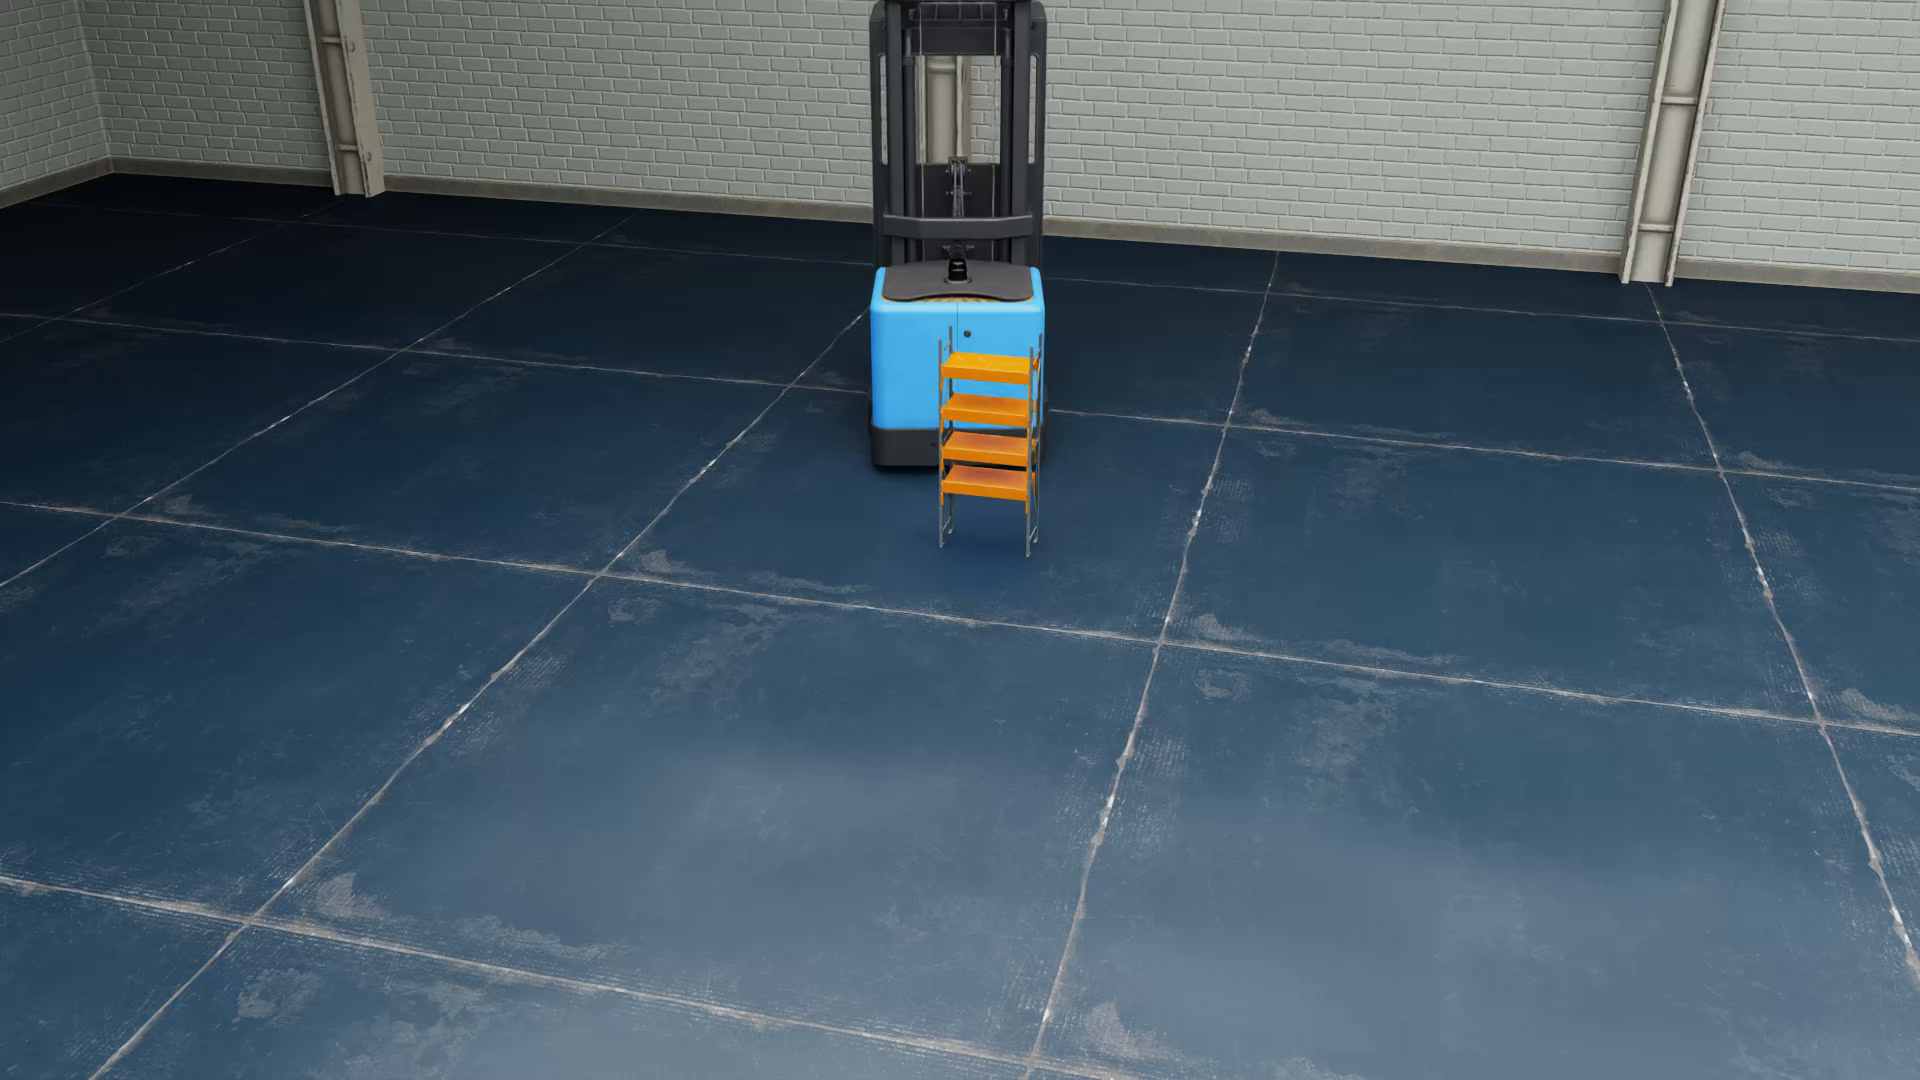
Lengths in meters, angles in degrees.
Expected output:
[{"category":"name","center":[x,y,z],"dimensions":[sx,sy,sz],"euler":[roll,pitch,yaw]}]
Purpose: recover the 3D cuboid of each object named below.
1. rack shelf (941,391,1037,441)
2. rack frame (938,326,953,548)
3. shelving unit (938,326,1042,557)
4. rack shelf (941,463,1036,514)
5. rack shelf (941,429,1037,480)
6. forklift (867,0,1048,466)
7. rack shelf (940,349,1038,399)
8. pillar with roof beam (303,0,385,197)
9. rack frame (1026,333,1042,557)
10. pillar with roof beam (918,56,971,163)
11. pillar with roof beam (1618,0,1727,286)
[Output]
[{"category":"rack shelf","center":[0.160,-0.665,8.888],"dimensions":[0.480,0.148,0.258],"euler":[6,26,13]},{"category":"rack frame","center":[-0.076,-0.550,9.010],"dimensions":[0.015,1.200,0.240],"euler":[6,26,13]},{"category":"shelving unit","center":[0.160,-0.524,8.955],"dimensions":[0.503,1.200,0.258],"euler":[6,26,13]},{"category":"rack shelf","center":[0.160,-0.284,9.069],"dimensions":[0.480,0.148,0.258],"euler":[6,26,13]},{"category":"rack shelf","center":[0.160,-0.463,8.984],"dimensions":[0.480,0.148,0.258],"euler":[6,26,13]},{"category":"forklift","center":[-0.011,-2.354,10.784],"dimensions":[1.130,2.935,3.031],"euler":[0,25,0]},{"category":"rack shelf","center":[0.160,-0.879,8.786],"dimensions":[0.480,0.148,0.258],"euler":[6,26,13]},{"category":"pillar with roof beam","center":[-7.015,-5.718,10.792],"dimensions":[0.400,9.000,9.100],"euler":[6,26,13]},{"category":"rack frame","center":[0.397,-0.498,8.900],"dimensions":[0.015,1.200,0.240],"euler":[6,26,13]},{"category":"pillar with roof beam","center":[-1.204,-5.076,9.443],"dimensions":[0.400,9.000,9.100],"euler":[6,26,13]},{"category":"pillar with roof beam","center":[4.607,-4.434,8.094],"dimensions":[0.400,9.000,9.100],"euler":[6,26,13]}]
